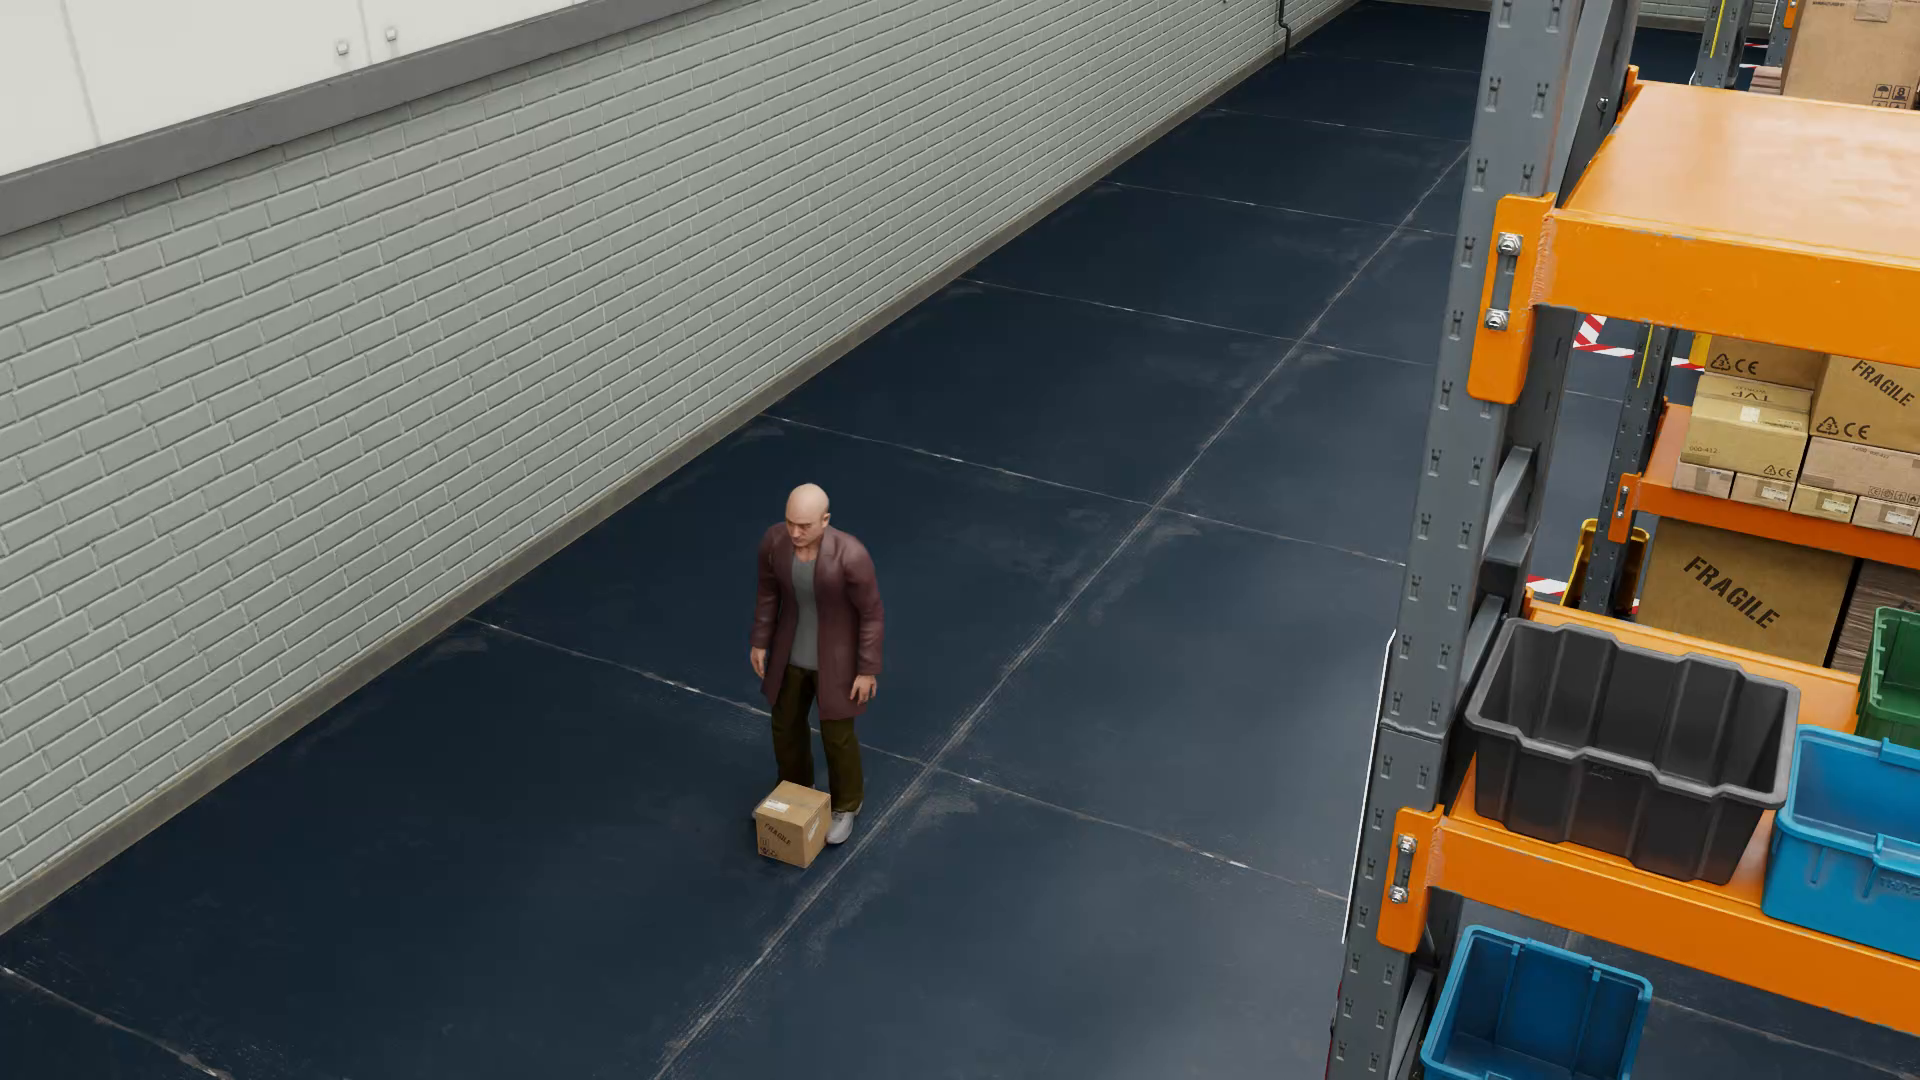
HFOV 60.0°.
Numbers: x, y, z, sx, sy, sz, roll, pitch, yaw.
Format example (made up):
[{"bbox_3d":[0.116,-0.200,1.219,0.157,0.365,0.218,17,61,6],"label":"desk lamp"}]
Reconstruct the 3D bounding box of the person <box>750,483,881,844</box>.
[{"bbox_3d":[-0.650,0.519,7.402,0.640,1.773,0.424,14,32,22],"label":"person"}]
